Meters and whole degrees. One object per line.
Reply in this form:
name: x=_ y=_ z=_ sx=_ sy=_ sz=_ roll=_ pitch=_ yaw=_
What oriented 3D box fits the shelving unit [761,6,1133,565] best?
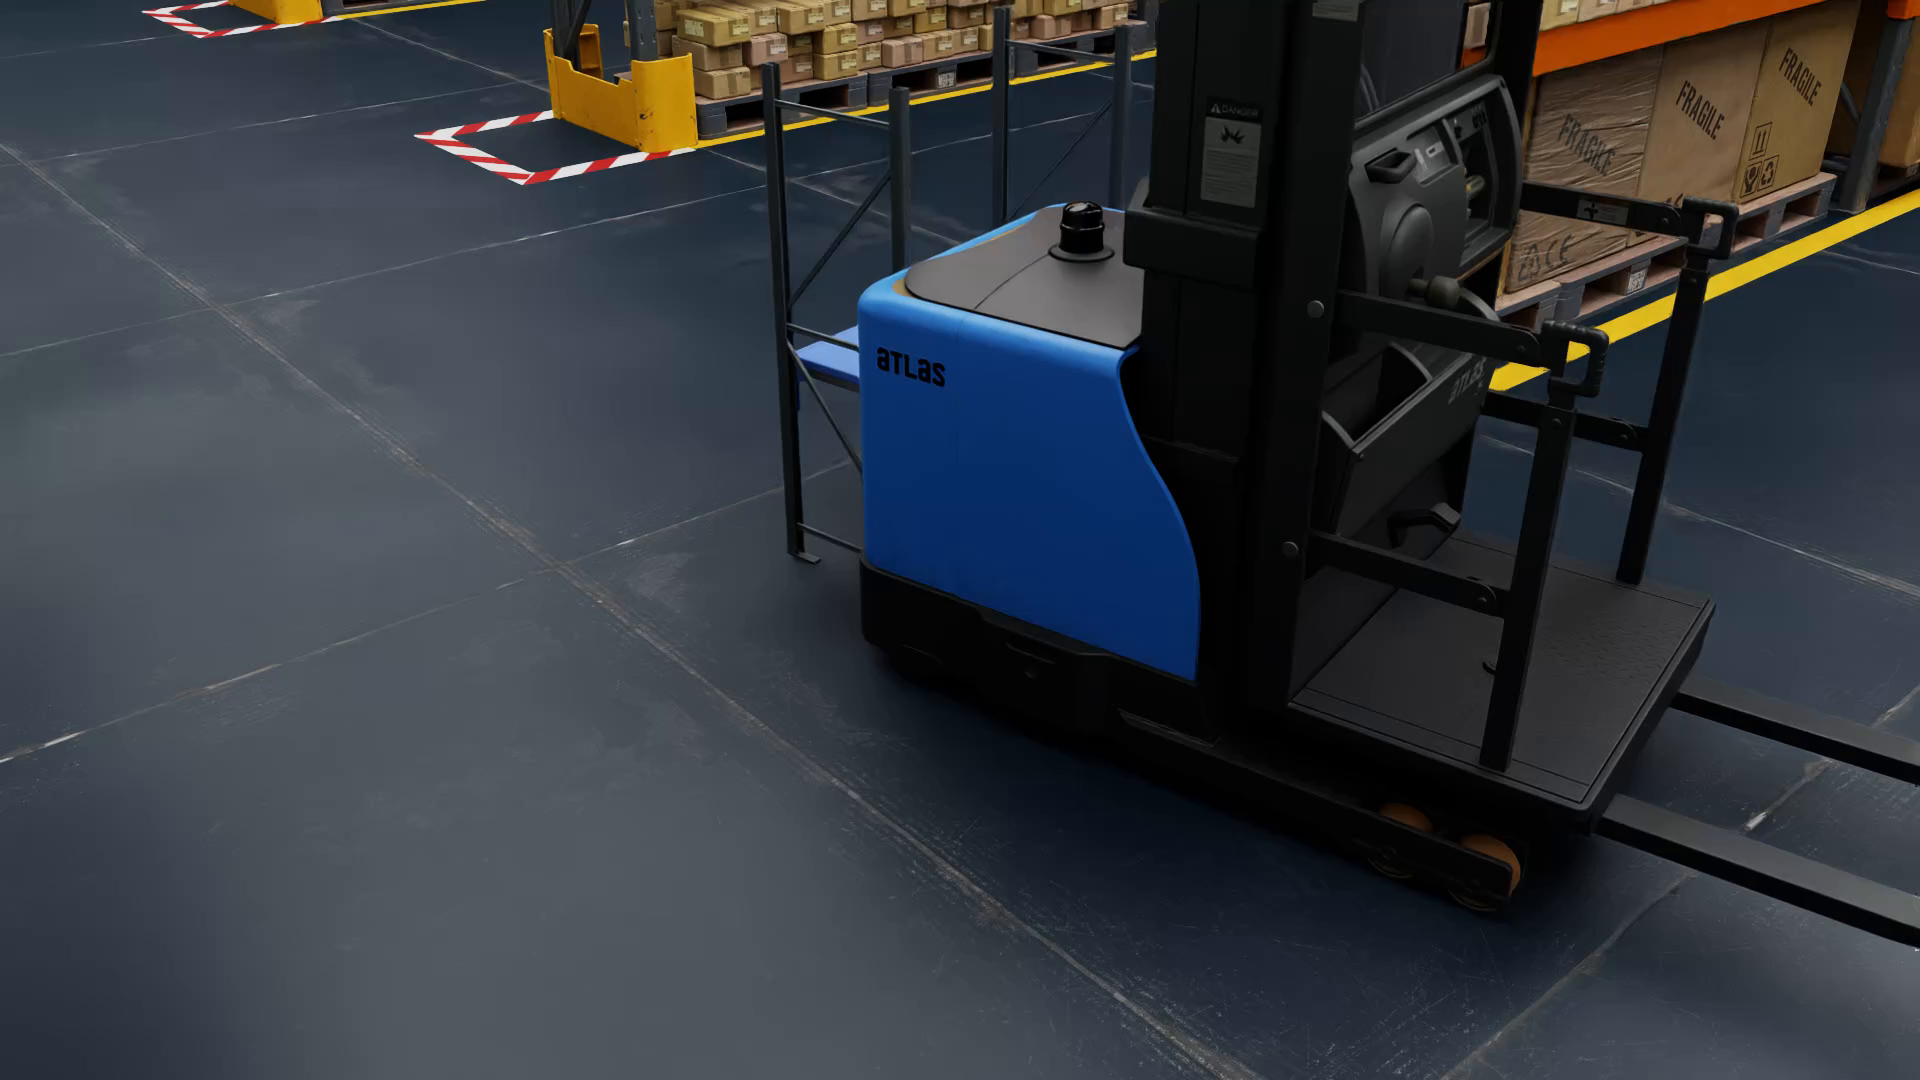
shelving unit: x=-0.012 y=-0.737 z=5.038 sx=0.538 sy=1.500 sz=1.048 roll=21 pitch=35 yaw=34

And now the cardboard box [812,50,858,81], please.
cardboard box: x=-0.829 y=-2.910 z=10.091 sx=0.250 sy=0.149 sz=0.380 roll=-21 pitch=35 yaw=-34

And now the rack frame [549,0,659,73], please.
rack frame: x=-2.032 y=-3.709 z=9.009 sx=0.127 sy=3.000 sz=1.000 roll=-22 pitch=35 yaw=-35

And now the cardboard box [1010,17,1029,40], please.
cardboard box: x=0.244 y=-3.428 z=11.062 sx=0.250 sy=0.149 sz=0.380 roll=-23 pitch=36 yaw=-36

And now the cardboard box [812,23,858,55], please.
cardboard box: x=-0.827 y=-3.046 z=10.032 sx=0.250 sy=0.149 sz=0.380 roll=-21 pitch=34 yaw=-33

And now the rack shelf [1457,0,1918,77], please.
rack shelf: x=2.632 y=-2.195 z=6.937 sx=4.000 sy=0.370 sz=1.077 roll=-22 pitch=35 yaw=-35

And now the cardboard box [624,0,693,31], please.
cardboard box: x=-1.793 y=-3.153 z=9.915 sx=0.250 sy=0.149 sz=0.380 roll=-21 pitch=35 yaw=-34

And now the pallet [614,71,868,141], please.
pallet: x=-1.333 y=-2.739 z=10.151 sx=1.213 sy=0.211 sz=1.003 roll=-22 pitch=35 yaw=-35

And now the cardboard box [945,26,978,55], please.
cardboard box: x=-0.095 y=-3.247 z=10.722 sx=0.250 sy=0.149 sz=0.380 roll=-21 pitch=35 yaw=-34

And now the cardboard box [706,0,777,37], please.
cardboard box: x=-1.281 y=-3.066 z=9.752 sx=0.250 sy=0.149 sz=0.380 roll=-21 pitch=35 yaw=-34

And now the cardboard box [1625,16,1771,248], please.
cardboard box: x=2.915 y=-1.923 z=7.475 sx=0.875 sy=0.875 sz=0.875 roll=-22 pitch=35 yaw=-35

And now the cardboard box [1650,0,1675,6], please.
cardboard box: x=2.571 y=-2.174 z=6.402 sx=0.250 sy=0.149 sz=0.380 roll=-22 pitch=35 yaw=-35

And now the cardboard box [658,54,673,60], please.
cardboard box: x=-1.767 y=-2.873 z=10.023 sx=0.250 sy=0.149 sz=0.380 roll=-21 pitch=35 yaw=-34

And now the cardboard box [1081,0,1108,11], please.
cardboard box: x=0.780 y=-3.695 z=11.244 sx=0.250 sy=0.149 sz=0.380 roll=-24 pitch=36 yaw=-37

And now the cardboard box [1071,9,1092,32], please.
cardboard box: x=0.682 y=-3.569 z=11.326 sx=0.250 sy=0.149 sz=0.380 roll=-21 pitch=34 yaw=-34

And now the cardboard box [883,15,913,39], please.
cardboard box: x=-0.508 y=-3.260 z=10.430 sx=0.250 sy=0.149 sz=0.380 roll=-20 pitch=34 yaw=-32

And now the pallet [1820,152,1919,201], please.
pallet: x=4.692 y=-2.157 z=9.062 sx=1.213 sy=0.211 sz=1.003 roll=-22 pitch=35 yaw=-35

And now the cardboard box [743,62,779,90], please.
cardboard box: x=-1.279 y=-2.792 z=9.872 sx=0.250 sy=0.149 sz=0.380 roll=-22 pitch=35 yaw=-35

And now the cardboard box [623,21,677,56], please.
cardboard box: x=-1.815 y=-3.032 z=10.005 sx=0.250 sy=0.149 sz=0.380 roll=-23 pitch=36 yaw=-36

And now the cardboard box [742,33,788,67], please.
cardboard box: x=-1.222 y=-2.900 z=9.758 sx=0.250 sy=0.149 sz=0.380 roll=-22 pitch=35 yaw=-35

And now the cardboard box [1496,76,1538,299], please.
cardboard box: x=1.546 y=-1.373 z=6.445 sx=0.875 sy=0.875 sz=0.875 roll=-22 pitch=35 yaw=-35

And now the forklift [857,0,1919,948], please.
forklift: x=1.222 y=-0.753 z=3.549 sx=3.031 sy=2.935 sz=1.130 roll=19 pitch=33 yaw=31

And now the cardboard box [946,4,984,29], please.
cardboard box: x=-0.065 y=-3.405 z=10.703 sx=0.250 sy=0.149 sz=0.380 roll=-24 pitch=36 yaw=-37

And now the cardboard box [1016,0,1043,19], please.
cardboard box: x=0.333 y=-3.565 z=11.002 sx=0.250 sy=0.149 sz=0.380 roll=-22 pitch=35 yaw=-34

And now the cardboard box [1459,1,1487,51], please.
cardboard box: x=1.595 y=-1.780 z=5.664 sx=0.250 sy=0.149 sz=0.380 roll=-21 pitch=35 yaw=-34

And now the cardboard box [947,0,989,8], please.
cardboard box: x=-0.035 y=-3.496 z=10.557 sx=0.250 sy=0.149 sz=0.380 roll=-23 pitch=36 yaw=-37

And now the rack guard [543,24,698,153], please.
rack guard: x=-1.974 y=-2.630 z=9.641 sx=0.348 sy=0.500 sz=1.175 roll=-22 pitch=35 yaw=-35

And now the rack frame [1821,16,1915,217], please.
rack frame: x=4.154 y=-3.124 z=7.913 sx=0.127 sy=3.000 sz=1.000 roll=-22 pitch=35 yaw=-35

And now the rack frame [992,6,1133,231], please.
rack frame: x=0.308 y=-0.923 z=5.386 sx=0.500 sy=1.500 sz=0.032 roll=21 pitch=35 yaw=34

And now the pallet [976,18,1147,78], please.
pallet: x=0.523 y=-3.485 z=11.548 sx=1.213 sy=0.211 sz=1.003 roll=-22 pitch=35 yaw=-35

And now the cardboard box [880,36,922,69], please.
cardboard box: x=-0.451 y=-3.067 z=10.385 sx=0.250 sy=0.149 sz=0.380 roll=-24 pitch=36 yaw=-37

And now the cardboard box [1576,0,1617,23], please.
cardboard box: x=2.181 y=-2.017 z=6.109 sx=0.250 sy=0.149 sz=0.380 roll=-23 pitch=35 yaw=-36

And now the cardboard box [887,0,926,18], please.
cardboard box: x=-0.424 y=-3.348 z=10.280 sx=0.250 sy=0.149 sz=0.380 roll=-21 pitch=35 yaw=-34

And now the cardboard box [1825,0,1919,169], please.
cardboard box: x=4.628 y=-2.575 z=8.694 sx=0.875 sy=0.875 sz=1.225 roll=-22 pitch=35 yaw=-35

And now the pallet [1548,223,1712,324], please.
pallet: x=2.596 y=-1.314 z=7.485 sx=1.213 sy=0.211 sz=1.003 roll=-22 pitch=35 yaw=-35

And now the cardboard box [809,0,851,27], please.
cardboard box: x=-0.871 y=-3.202 z=10.008 sx=0.250 sy=0.149 sz=0.380 roll=-24 pitch=36 yaw=-37
